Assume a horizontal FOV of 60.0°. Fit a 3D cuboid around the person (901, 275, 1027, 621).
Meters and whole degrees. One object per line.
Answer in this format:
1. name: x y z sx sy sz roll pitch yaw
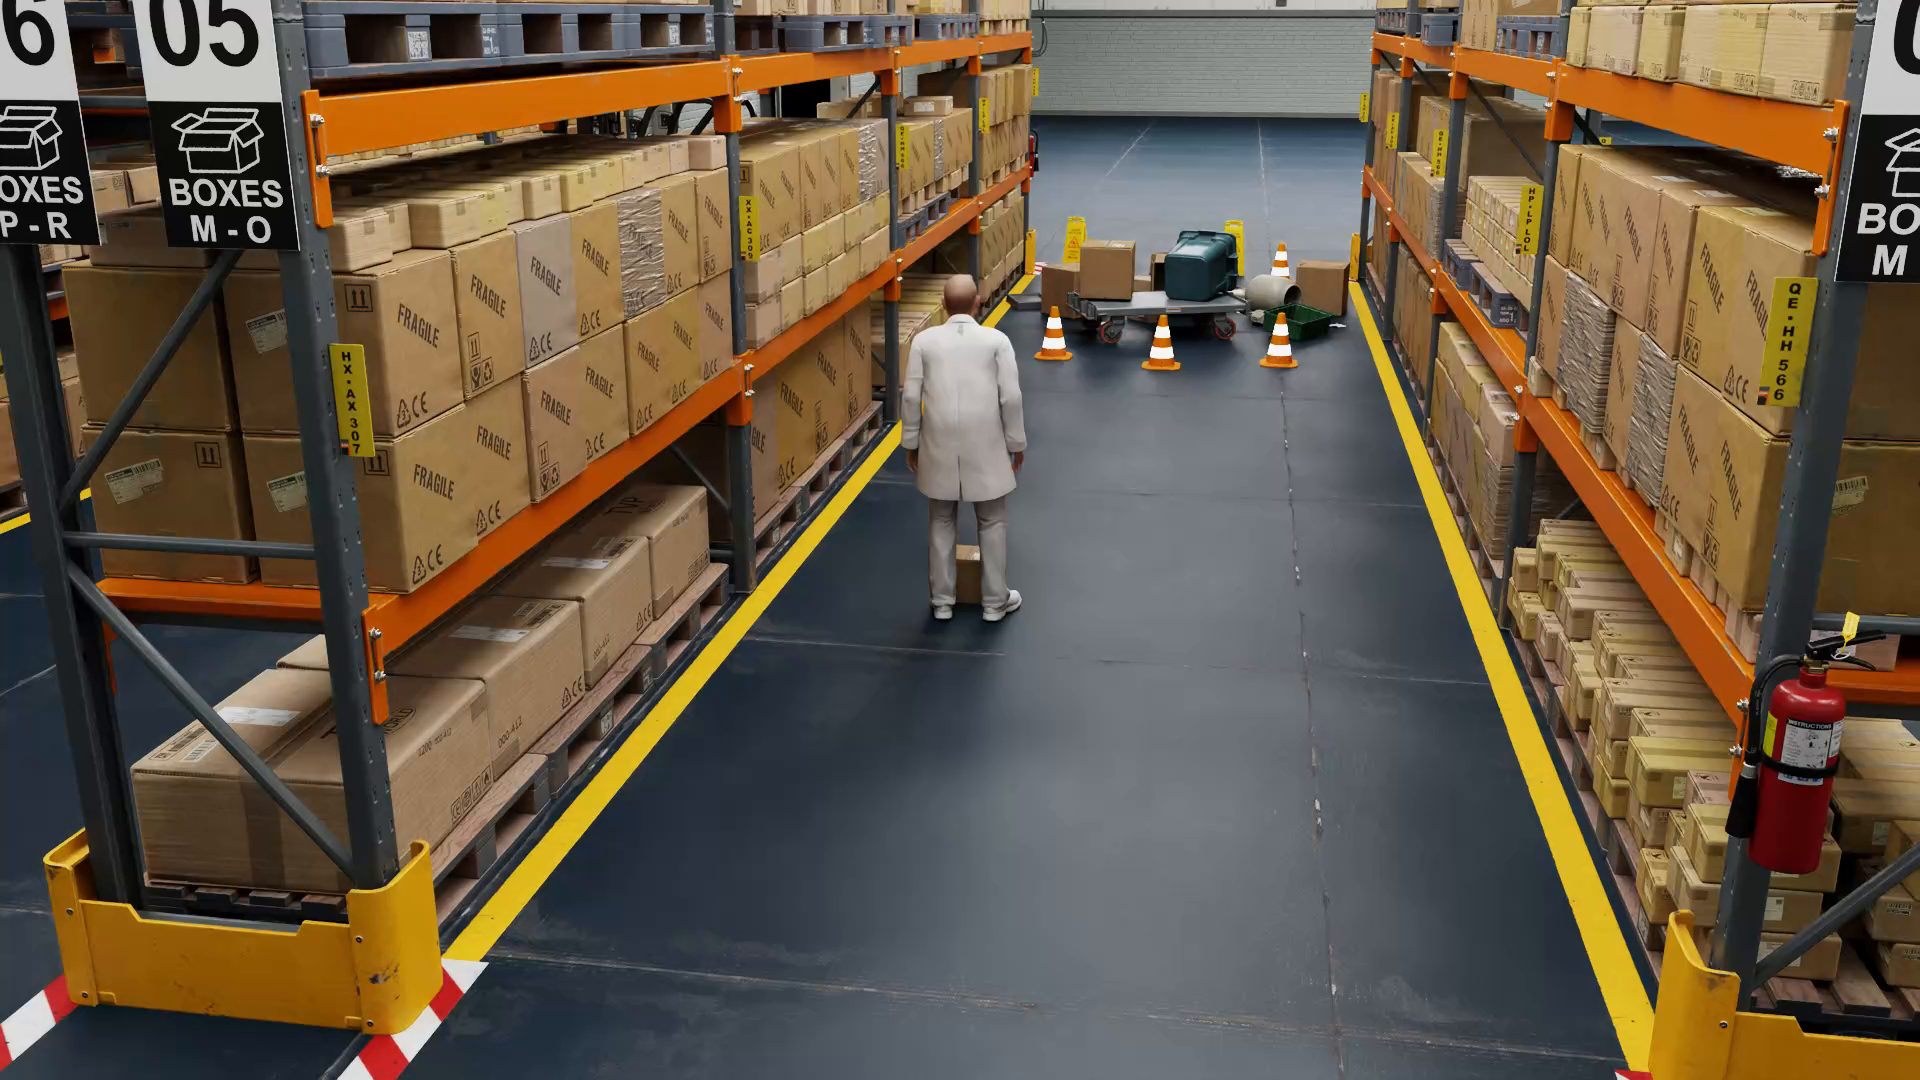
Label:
1. person: 0.017 -0.466 8.543 0.654 1.774 0.415 2 18 8
